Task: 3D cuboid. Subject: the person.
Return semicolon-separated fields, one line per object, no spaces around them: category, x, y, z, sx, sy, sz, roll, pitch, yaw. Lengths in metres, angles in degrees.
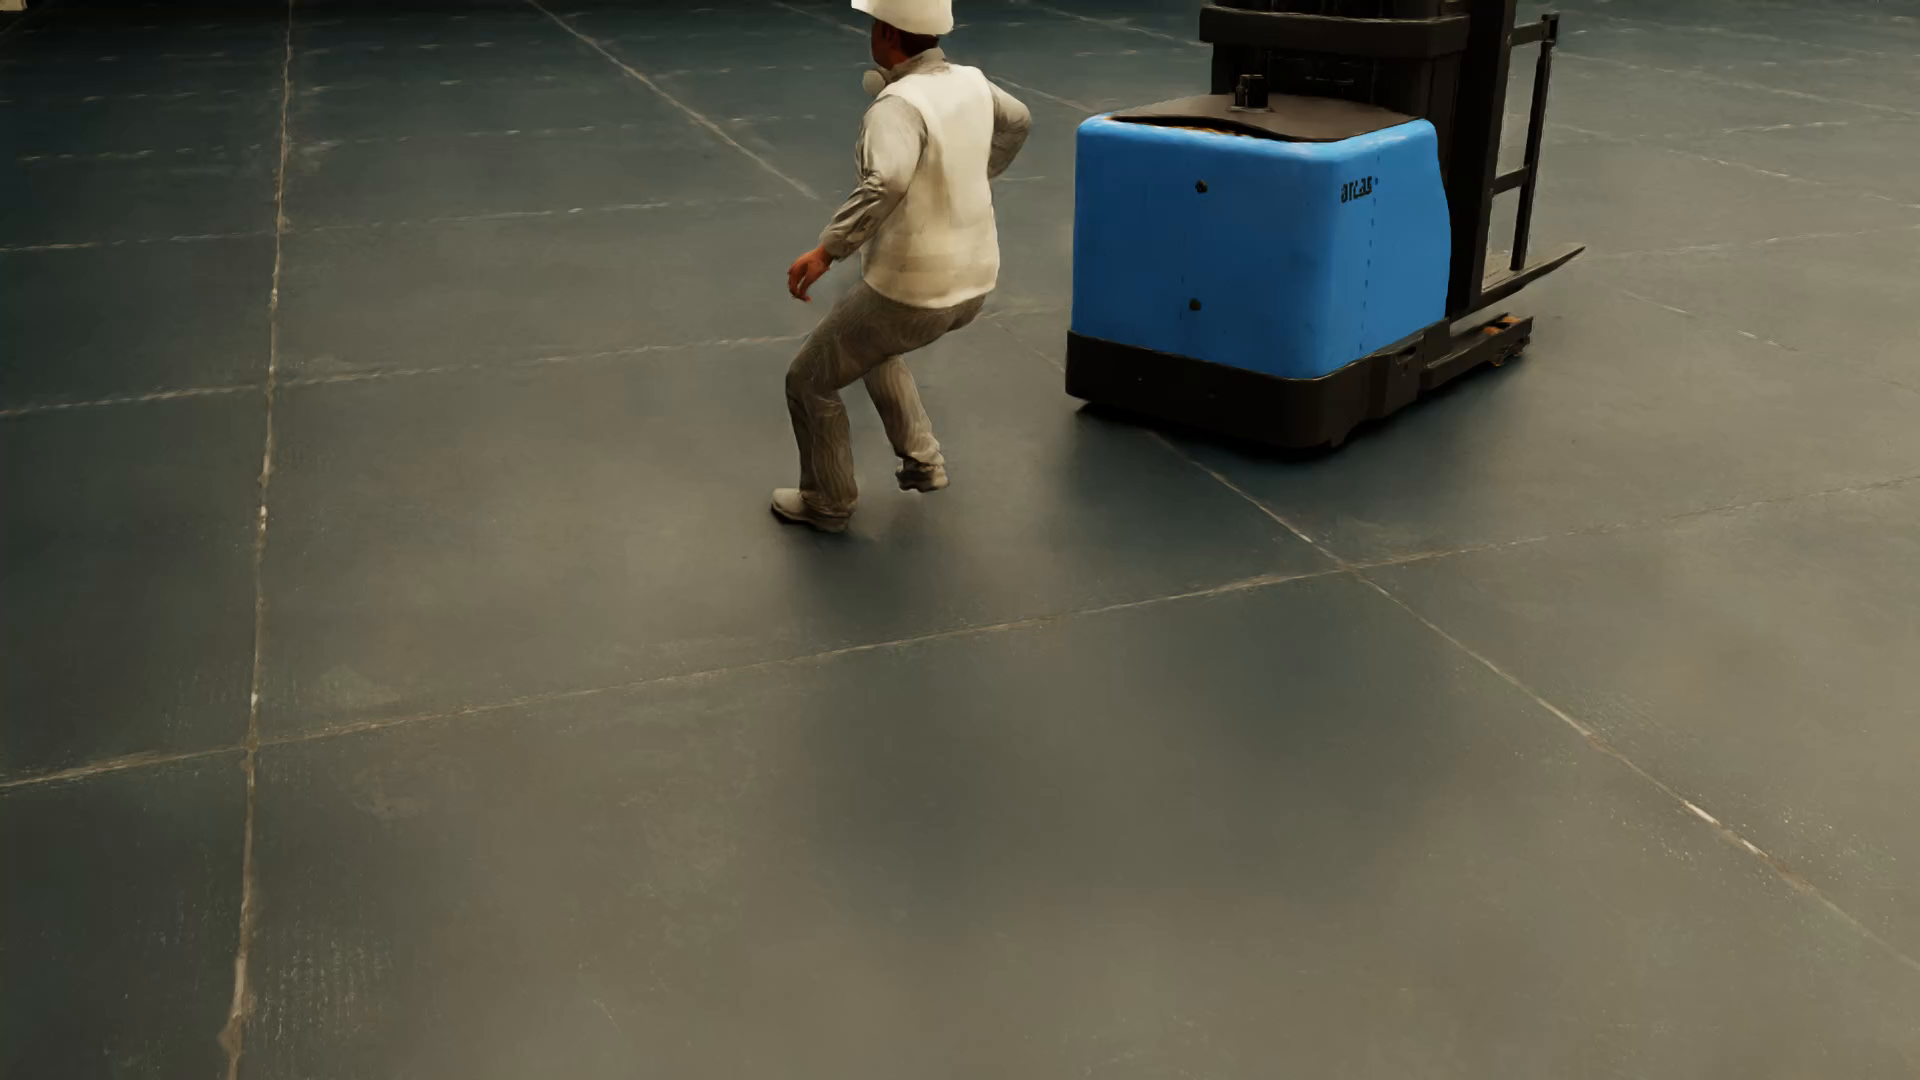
person;-0.243;-0.813;4.875;0.720;1.675;1.004;15;27;32

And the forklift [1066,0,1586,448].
forklift;1.718;-2.163;6.441;1.130;2.935;3.031;18;29;36
